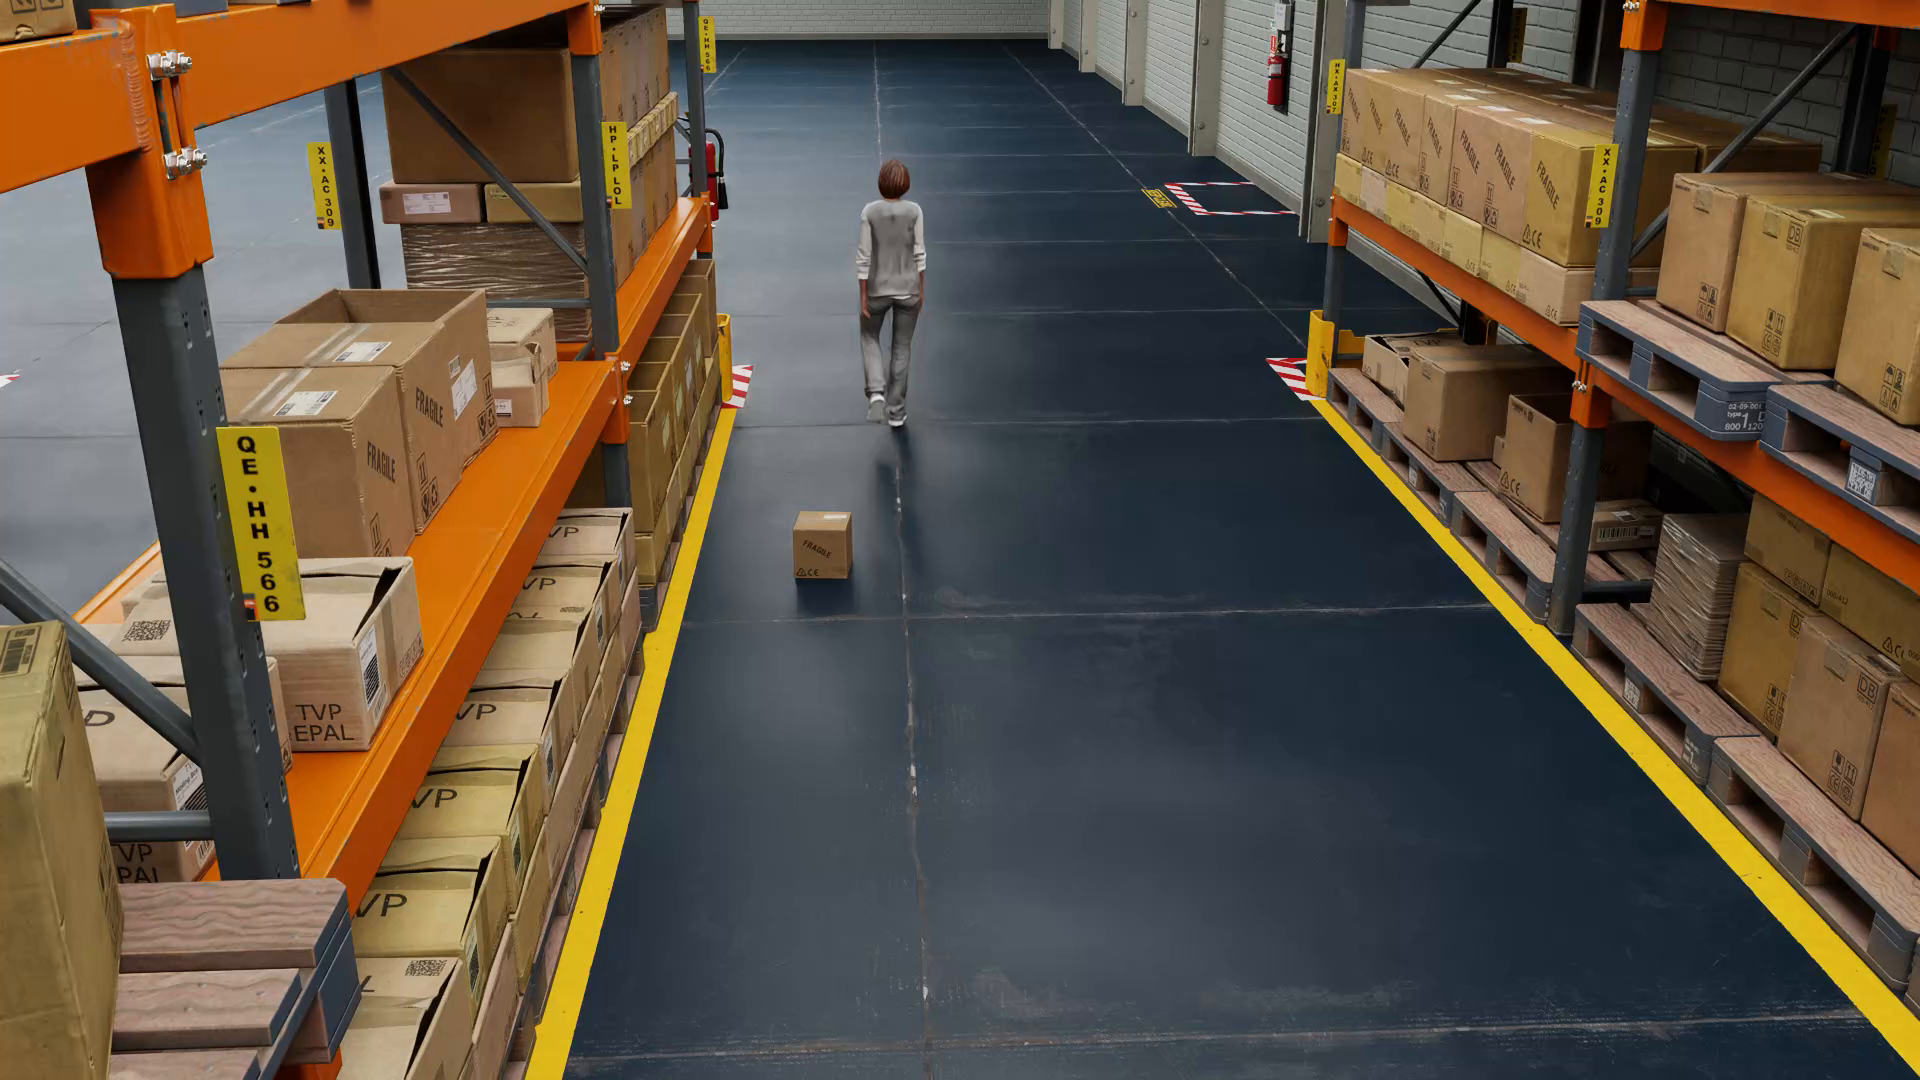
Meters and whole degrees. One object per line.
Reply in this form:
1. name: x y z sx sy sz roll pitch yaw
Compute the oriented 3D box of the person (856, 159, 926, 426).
1. person: -0.409 -1.469 9.907 0.414 1.590 0.398 -1 21 -4
